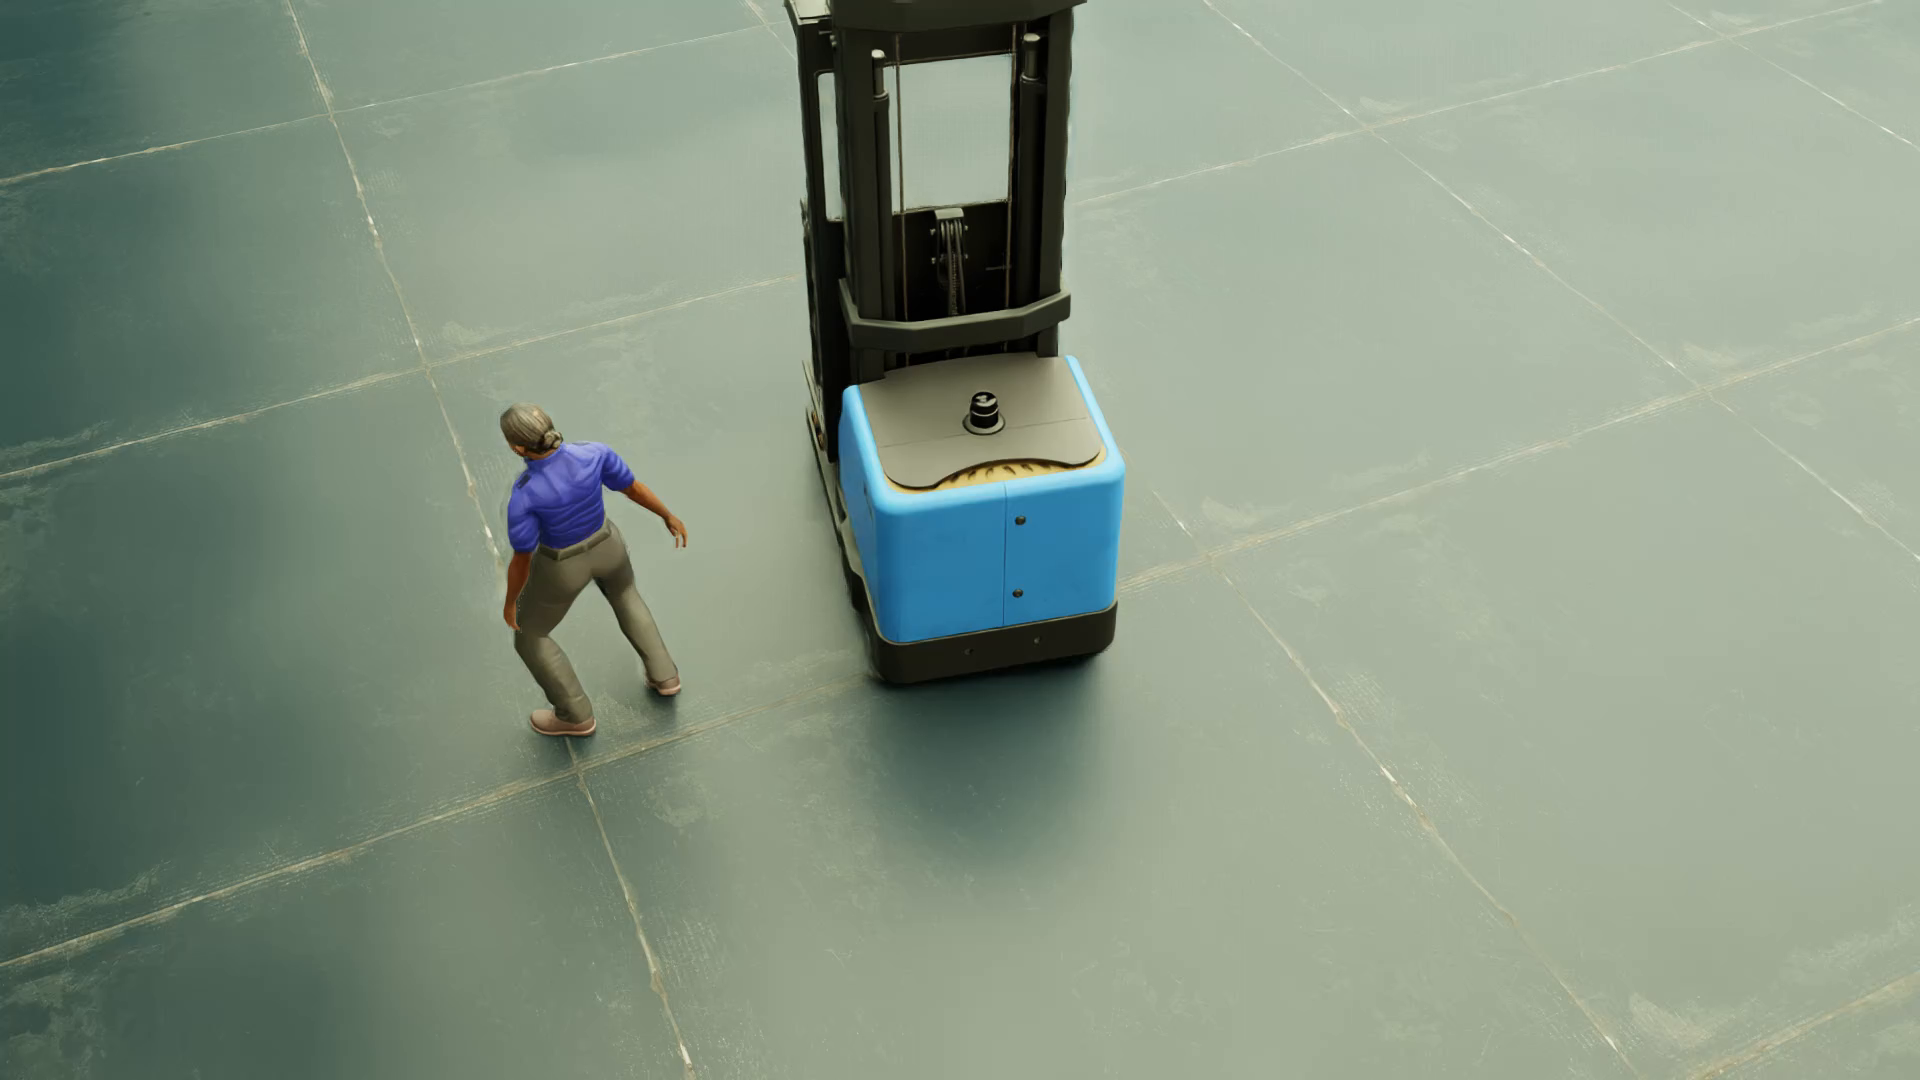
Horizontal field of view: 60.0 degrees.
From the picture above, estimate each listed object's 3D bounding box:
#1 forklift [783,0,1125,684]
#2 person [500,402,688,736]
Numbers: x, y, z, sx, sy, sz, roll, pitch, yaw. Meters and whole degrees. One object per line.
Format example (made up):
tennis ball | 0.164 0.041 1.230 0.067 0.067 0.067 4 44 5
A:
forklift | -0.152 -1.480 7.266 1.130 2.935 3.031 -9 44 -9
person | -1.448 0.089 6.594 0.789 1.570 0.461 -29 50 -28
